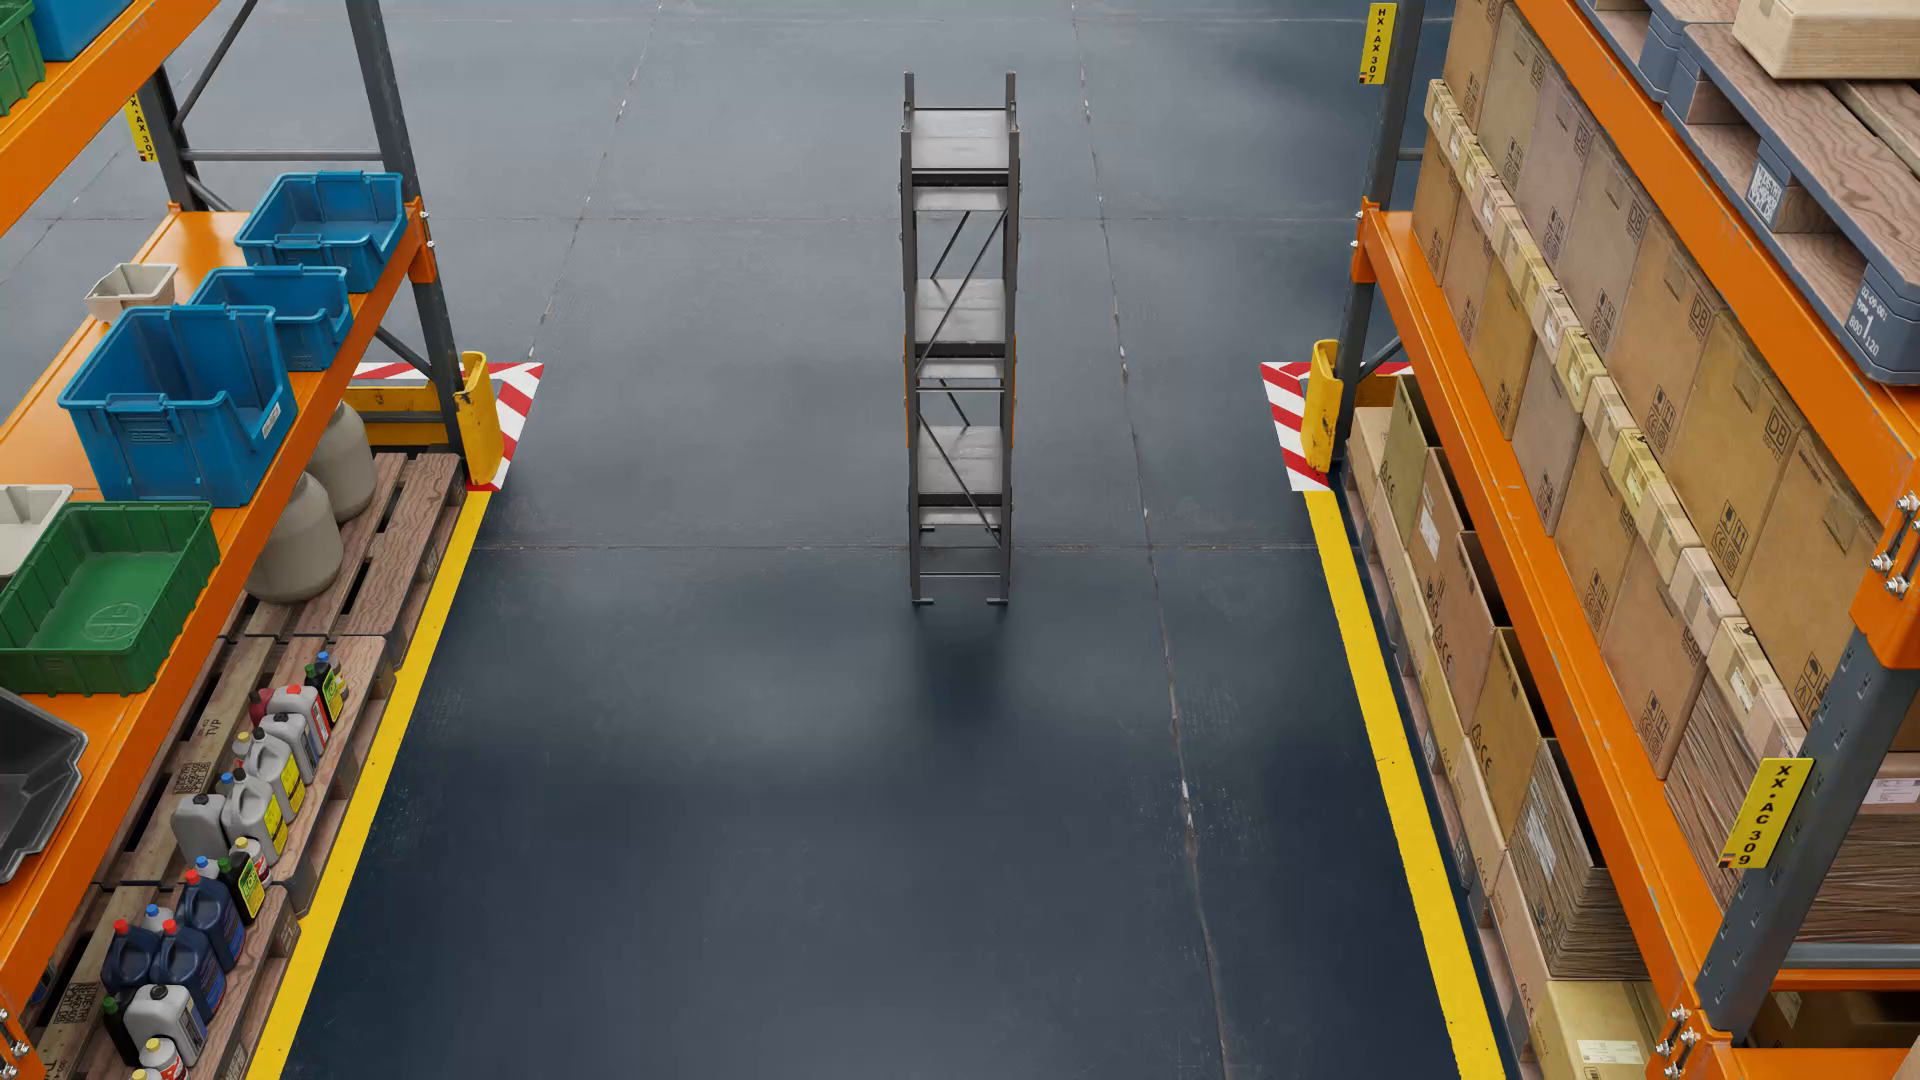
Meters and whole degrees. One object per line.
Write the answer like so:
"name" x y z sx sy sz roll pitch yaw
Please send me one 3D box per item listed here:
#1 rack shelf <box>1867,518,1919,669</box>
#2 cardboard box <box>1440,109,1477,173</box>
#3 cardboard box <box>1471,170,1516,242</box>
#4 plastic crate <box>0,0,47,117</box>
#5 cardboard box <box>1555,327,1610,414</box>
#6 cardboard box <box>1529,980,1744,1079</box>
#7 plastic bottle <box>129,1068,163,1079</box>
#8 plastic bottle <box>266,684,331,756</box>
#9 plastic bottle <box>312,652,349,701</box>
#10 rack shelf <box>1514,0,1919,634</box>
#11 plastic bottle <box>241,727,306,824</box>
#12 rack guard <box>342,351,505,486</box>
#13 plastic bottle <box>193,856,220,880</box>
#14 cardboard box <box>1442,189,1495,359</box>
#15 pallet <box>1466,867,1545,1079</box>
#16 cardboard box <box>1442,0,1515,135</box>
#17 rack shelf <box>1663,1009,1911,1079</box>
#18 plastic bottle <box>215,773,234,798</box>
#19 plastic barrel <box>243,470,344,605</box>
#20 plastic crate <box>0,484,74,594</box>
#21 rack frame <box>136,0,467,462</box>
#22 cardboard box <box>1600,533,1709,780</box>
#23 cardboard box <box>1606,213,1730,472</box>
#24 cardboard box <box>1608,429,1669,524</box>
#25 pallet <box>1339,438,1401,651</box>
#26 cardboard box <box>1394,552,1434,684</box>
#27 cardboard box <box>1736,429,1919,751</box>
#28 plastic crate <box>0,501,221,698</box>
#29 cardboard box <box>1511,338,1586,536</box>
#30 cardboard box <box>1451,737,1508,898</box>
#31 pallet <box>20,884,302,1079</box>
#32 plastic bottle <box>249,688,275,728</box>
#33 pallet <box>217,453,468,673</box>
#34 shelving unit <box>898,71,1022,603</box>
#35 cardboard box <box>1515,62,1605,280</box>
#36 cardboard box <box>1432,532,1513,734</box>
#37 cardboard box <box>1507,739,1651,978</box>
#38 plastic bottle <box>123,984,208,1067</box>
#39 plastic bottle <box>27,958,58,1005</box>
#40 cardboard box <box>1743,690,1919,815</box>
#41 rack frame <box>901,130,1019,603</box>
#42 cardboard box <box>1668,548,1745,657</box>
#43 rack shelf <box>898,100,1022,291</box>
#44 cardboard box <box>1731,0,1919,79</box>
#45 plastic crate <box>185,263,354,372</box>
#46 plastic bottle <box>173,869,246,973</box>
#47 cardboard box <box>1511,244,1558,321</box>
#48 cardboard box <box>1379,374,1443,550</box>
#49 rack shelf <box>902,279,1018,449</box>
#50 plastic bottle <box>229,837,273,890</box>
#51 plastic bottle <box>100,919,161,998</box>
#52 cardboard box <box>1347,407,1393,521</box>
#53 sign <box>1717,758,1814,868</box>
"rack shelf" 2.199 1.289 1.419 1.077 0.370 4.000 0 39 0
"cardboard box" 1.980 -1.455 6.068 0.380 0.149 0.250 -1 39 -1
"cardboard box" 1.977 -1.141 5.676 0.380 0.149 0.250 -1 39 -1
"plastic crate" -2.486 -1.145 4.051 0.336 0.188 0.450 0 39 0
"cardboard box" 1.979 -0.494 4.869 0.380 0.149 0.250 1 39 1
"cardboard box" 1.978 1.548 4.783 0.500 0.250 0.500 0 39 0
"plastic bottle" -2.319 1.587 4.757 0.097 0.201 0.097 0 39 0
"plastic bottle" -2.348 0.625 5.898 0.152 0.276 0.135 0 39 0
"plastic bottle" -2.321 0.497 6.118 0.097 0.201 0.097 0 39 0
"rack shelf" 2.194 -1.212 4.541 1.077 0.370 4.000 0 39 0
"plastic bottle" -2.344 0.786 5.637 0.144 0.351 0.185 1 39 2
"rack guard" -2.714 -0.549 7.535 1.175 0.500 0.348 0 39 0
"plastic bottle" -2.380 1.107 5.299 0.097 0.271 0.097 0 39 0
"cardboard box" 2.185 -0.992 6.009 0.700 0.500 0.500 1 39 1
"pallet" 2.238 1.519 5.186 1.003 0.211 1.213 0 39 0
"cardboard box" 2.180 -1.793 5.972 0.700 0.500 0.500 0 39 0
"rack shelf" 2.199 2.460 2.357 1.077 0.370 4.000 0 39 0
"plastic bottle" -2.464 0.872 5.649 0.097 0.201 0.097 0 39 0
"plastic barrel" -2.684 -0.040 6.555 0.421 0.512 0.421 0 39 0
"plastic crate" -3.012 0.017 5.041 0.530 0.136 0.437 0 39 0
"rack frame" -2.761 -1.572 6.813 1.000 3.000 0.127 0 39 0
"cardboard box" 2.183 0.282 4.420 0.700 0.500 0.500 0 39 -1
"cardboard box" 2.188 -0.524 4.387 0.700 0.500 0.500 0 39 0
"cardboard box" 1.983 -0.170 4.465 0.380 0.149 0.250 0 39 0
"pallet" 2.235 -0.007 7.090 1.003 0.211 1.213 0 39 0
"cardboard box" 1.975 0.297 6.344 0.500 0.250 0.500 0 39 0
"cardboard box" 2.190 0.106 3.602 0.700 0.500 0.500 0 39 0
"plastic crate" -2.476 0.163 4.817 0.450 0.188 0.662 0 39 0
"cardboard box" 2.184 -0.352 5.211 0.700 0.500 0.500 1 39 1
"cardboard box" 1.972 0.922 5.563 0.500 0.250 0.500 0 39 0
"pallet" -2.716 1.598 5.088 1.003 0.211 1.213 0 39 0
"plastic bottle" -2.454 0.623 5.895 0.061 0.283 0.133 0 39 0
"pallet" -2.719 0.072 6.992 1.003 0.211 1.213 0 39 0
"shelving unit" 0.000 -0.716 6.464 0.431 2.100 0.503 0 39 0
"cardboard box" 2.187 -1.149 5.168 0.700 0.500 0.500 0 39 0
"cardboard box" 1.969 0.317 5.719 0.500 0.500 0.500 0 39 0
"cardboard box" 1.989 0.942 4.939 0.500 0.500 0.500 0 39 0
"plastic bottle" -2.346 1.419 4.907 0.152 0.276 0.135 1 39 2
"plastic bottle" -2.898 1.282 5.077 0.152 0.276 0.135 0 39 0
"cardboard box" 1.982 0.466 3.671 0.380 0.149 0.250 0 39 0
"rack frame" 0.000 -0.563 6.274 0.400 2.100 0.015 0 39 0
"cardboard box" 1.981 0.148 4.068 0.380 0.149 0.250 -1 39 -1
"rack shelf" 0.000 -1.251 6.035 0.431 0.518 0.480 0 39 0
"cardboard box" 1.922 -1.117 3.599 0.380 0.149 0.250 0 39 0
"plastic crate" -2.466 -0.795 5.962 0.499 0.251 0.408 0 39 0
"plastic bottle" -2.343 1.168 5.160 0.144 0.351 0.185 -2 39 -2
"cardboard box" 1.981 -0.814 5.269 0.380 0.149 0.250 -1 39 -1
"cardboard box" 1.973 -0.308 6.499 0.500 0.500 0.500 0 39 0
"rack shelf" 0.000 -0.705 6.473 0.431 0.518 0.480 0 39 0
"plastic bottle" -2.320 1.050 5.427 0.097 0.201 0.097 0 39 0
"plastic bottle" -2.487 1.287 5.012 0.144 0.351 0.185 0 39 0
"cardboard box" 1.970 -0.328 7.124 0.500 0.250 0.500 0 39 0
"sign" 1.642 0.561 3.396 0.100 0.325 0.005 0 39 0
